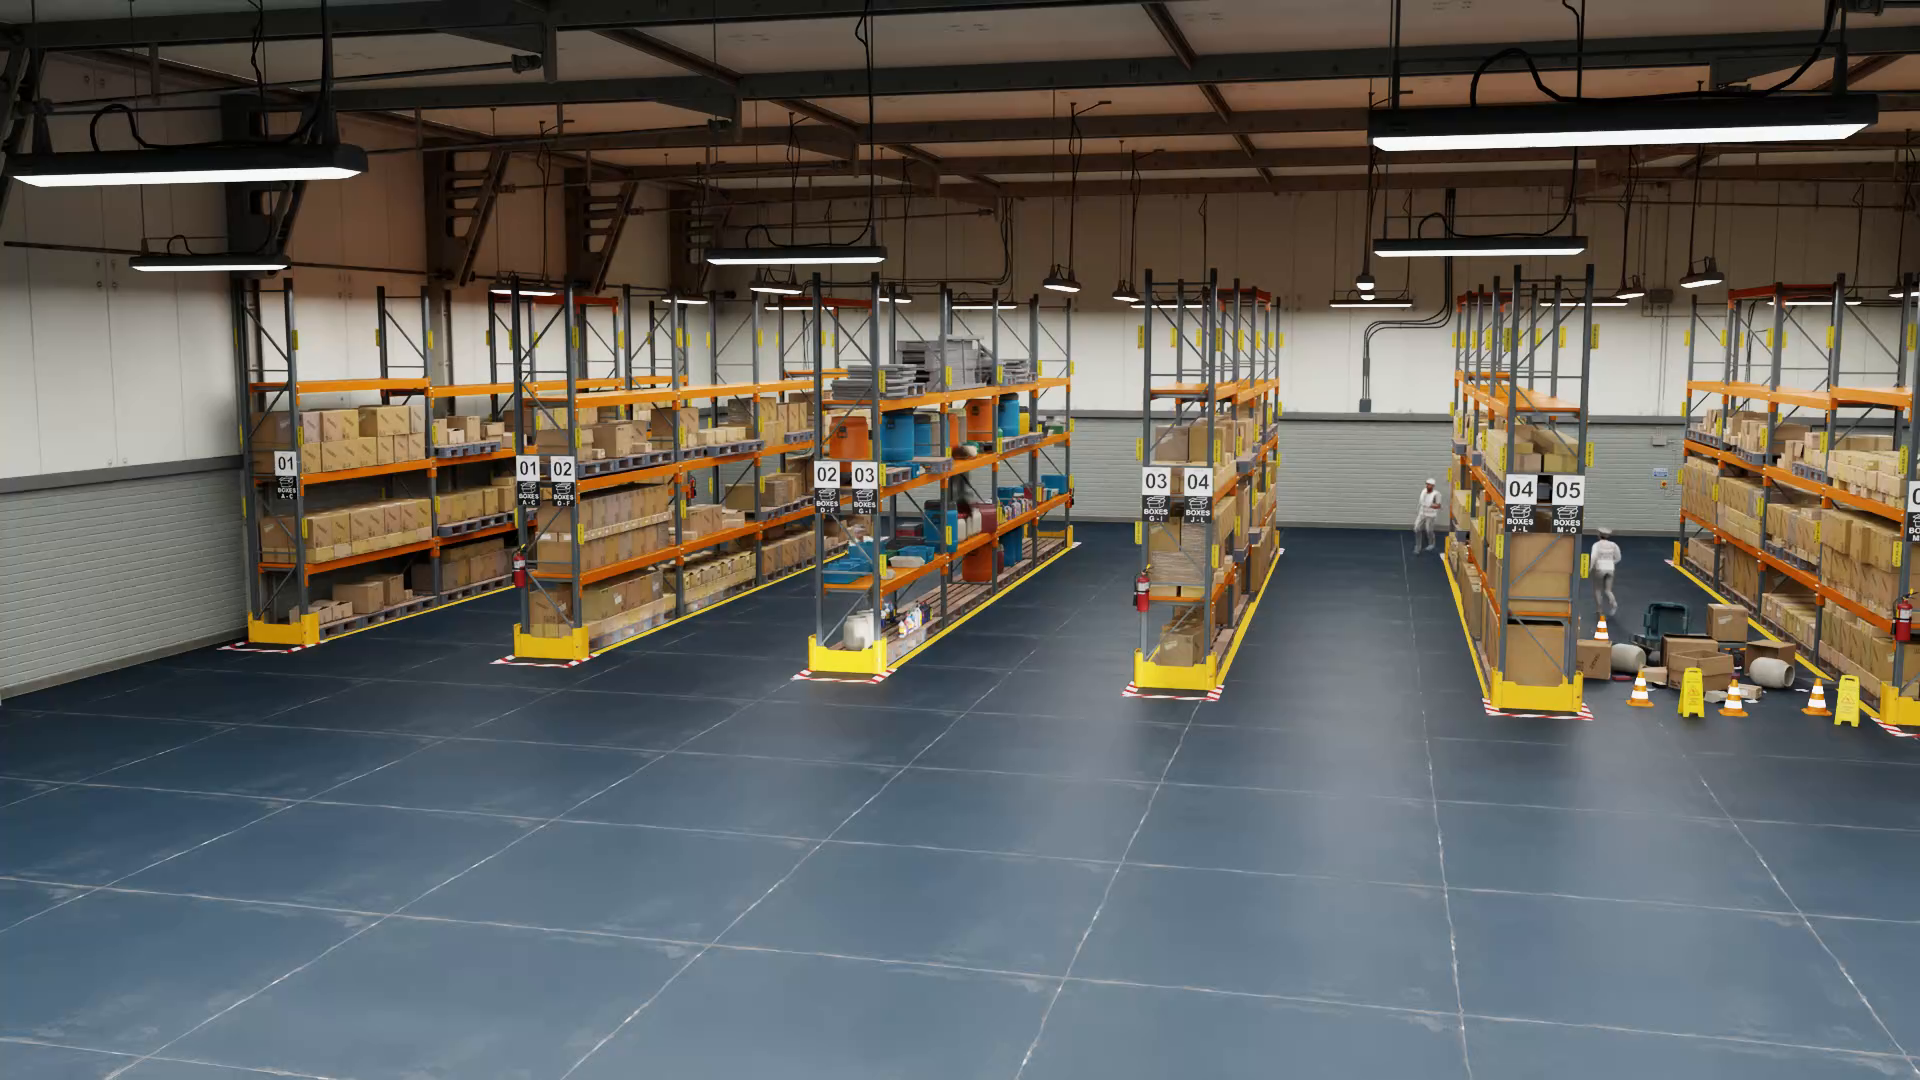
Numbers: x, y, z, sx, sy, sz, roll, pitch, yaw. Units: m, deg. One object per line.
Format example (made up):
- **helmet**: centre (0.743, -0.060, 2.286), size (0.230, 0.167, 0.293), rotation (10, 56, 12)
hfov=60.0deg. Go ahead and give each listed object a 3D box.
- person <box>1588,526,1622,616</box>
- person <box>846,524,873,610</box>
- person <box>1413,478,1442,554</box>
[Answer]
- **person**: centre (11.697, 0.594, 30.089), size (0.611, 1.645, 0.749), rotation (0, 7, 1)
- **person**: centre (-1.727, 0.545, 30.182), size (0.597, 1.725, 0.956), rotation (4, 8, 27)
- **person**: centre (11.070, -0.541, 39.111), size (0.710, 1.838, 0.667), rotation (-6, 9, -40)
